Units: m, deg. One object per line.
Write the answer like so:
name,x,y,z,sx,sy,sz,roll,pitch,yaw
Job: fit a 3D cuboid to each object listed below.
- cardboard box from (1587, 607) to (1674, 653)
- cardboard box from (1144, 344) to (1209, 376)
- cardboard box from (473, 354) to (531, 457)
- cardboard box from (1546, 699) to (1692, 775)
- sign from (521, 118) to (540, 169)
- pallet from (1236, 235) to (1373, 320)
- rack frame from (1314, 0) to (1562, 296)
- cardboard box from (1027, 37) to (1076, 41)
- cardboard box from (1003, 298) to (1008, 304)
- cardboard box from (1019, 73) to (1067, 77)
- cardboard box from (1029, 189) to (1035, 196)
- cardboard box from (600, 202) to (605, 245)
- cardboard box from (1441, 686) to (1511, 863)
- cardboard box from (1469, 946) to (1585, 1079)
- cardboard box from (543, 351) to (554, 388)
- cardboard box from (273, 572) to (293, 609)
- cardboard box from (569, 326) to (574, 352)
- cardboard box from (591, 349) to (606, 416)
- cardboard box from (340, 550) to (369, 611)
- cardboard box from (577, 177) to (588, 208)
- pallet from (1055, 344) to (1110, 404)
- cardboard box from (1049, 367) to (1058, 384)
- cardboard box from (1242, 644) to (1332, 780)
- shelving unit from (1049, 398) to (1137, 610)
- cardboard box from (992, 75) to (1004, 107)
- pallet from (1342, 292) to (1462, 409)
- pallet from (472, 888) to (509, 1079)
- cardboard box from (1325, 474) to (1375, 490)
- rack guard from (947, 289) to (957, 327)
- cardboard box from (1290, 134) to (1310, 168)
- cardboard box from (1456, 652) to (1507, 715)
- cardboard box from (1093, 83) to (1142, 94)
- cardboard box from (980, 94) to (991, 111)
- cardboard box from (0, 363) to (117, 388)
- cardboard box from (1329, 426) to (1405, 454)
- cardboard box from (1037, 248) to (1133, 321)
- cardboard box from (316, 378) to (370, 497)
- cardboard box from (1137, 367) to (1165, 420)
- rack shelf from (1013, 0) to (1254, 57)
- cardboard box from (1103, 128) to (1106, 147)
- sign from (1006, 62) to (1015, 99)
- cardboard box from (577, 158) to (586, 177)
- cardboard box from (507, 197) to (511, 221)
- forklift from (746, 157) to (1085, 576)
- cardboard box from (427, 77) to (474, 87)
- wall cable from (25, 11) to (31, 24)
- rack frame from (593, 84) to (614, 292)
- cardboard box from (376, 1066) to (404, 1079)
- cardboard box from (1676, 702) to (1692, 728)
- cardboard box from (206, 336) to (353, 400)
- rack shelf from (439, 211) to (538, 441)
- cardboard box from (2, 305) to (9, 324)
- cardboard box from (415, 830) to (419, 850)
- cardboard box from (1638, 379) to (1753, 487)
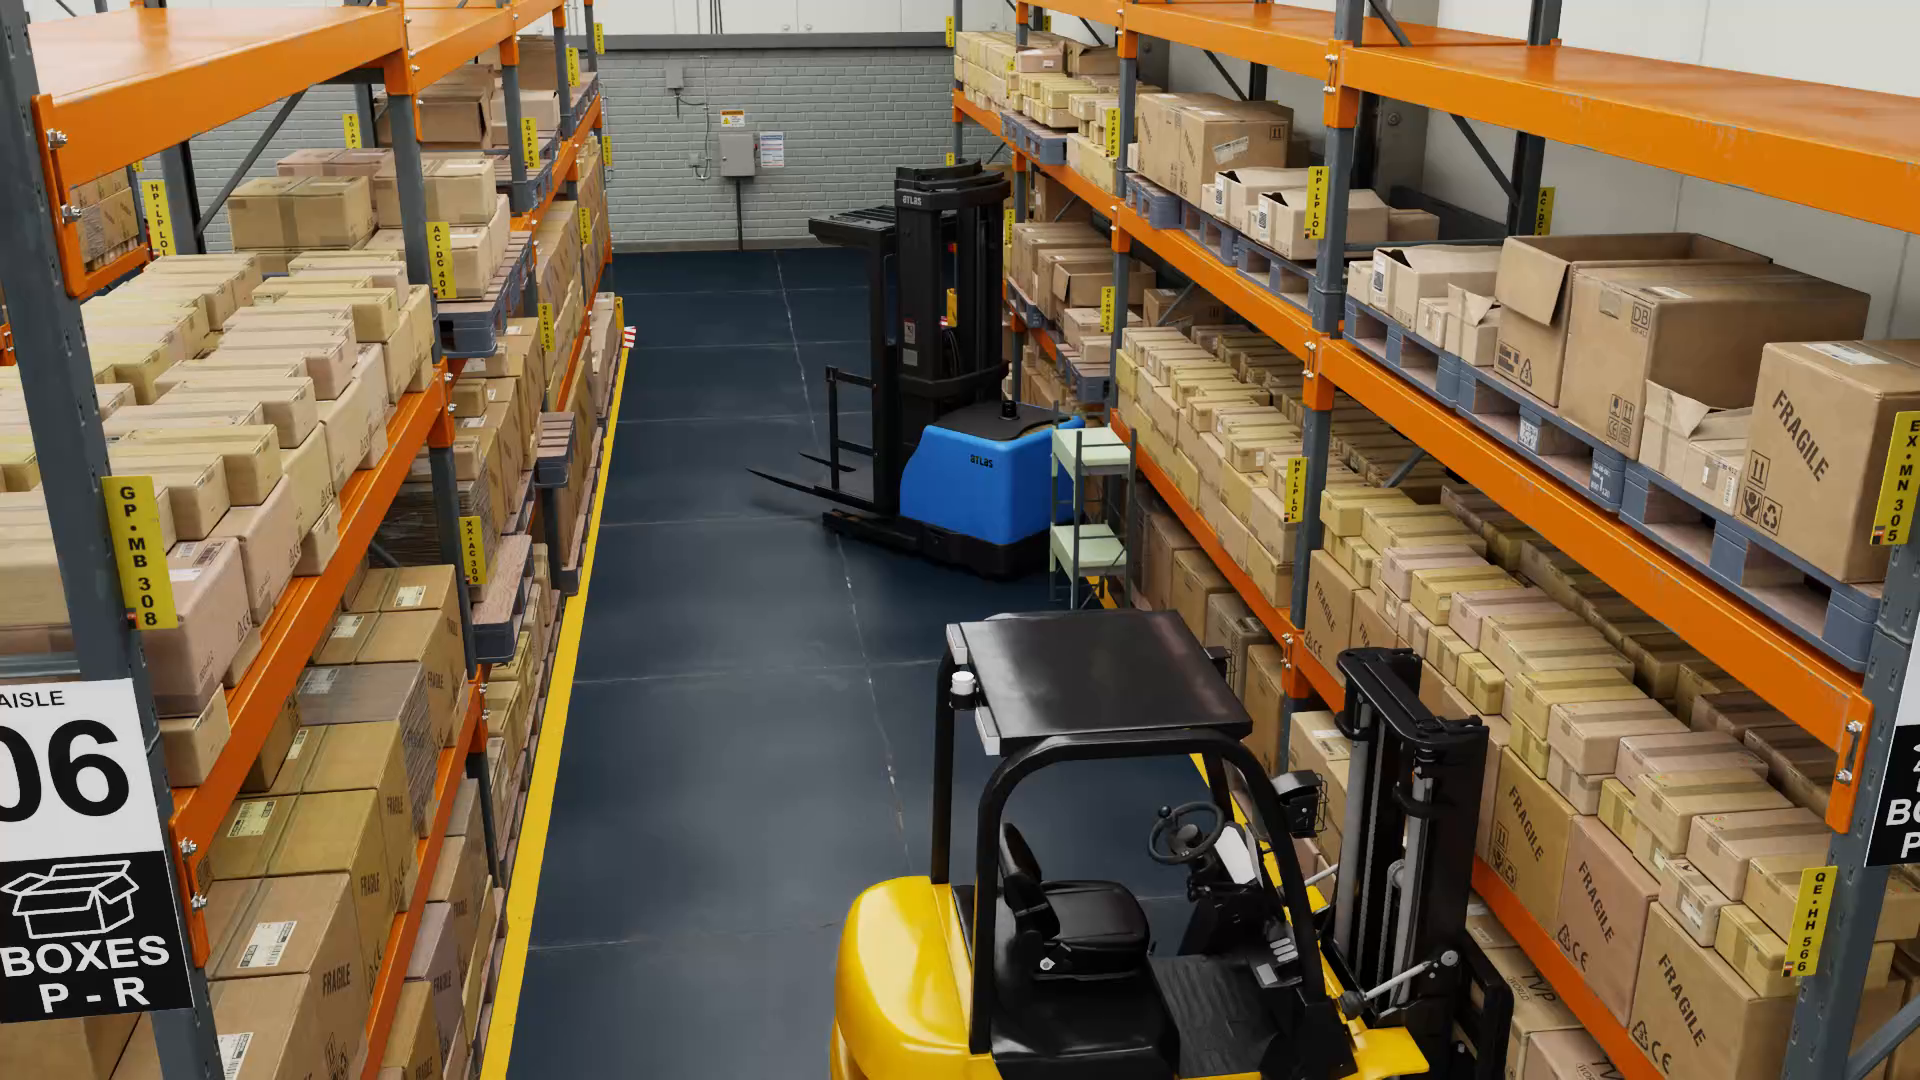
cardboard box,2.662,0.373,6.437,0.380,0.149,0.250,-2,21,-6
cardboard box,1.438,-1.197,11.065,0.380,0.149,0.250,-2,21,-6
cardboard box,-2.830,-0.787,9.867,0.500,0.500,0.500,-4,21,-11
cardboard box,2.234,0.667,5.648,0.380,0.149,0.250,-2,21,-6
sign,-2.792,-2.574,10.796,0.100,0.325,0.005,-3,21,-8
pallet,2.018,-1.387,8.630,0.805,0.209,1.217,-4,21,-10
rack frame,2.158,-2.577,7.256,1.000,3.000,0.127,-3,21,-8
cardboard box,0.928,-5.132,17.458,0.500,0.250,0.500,-3,21,-7
cardboard box,0.508,-2.433,18.416,0.700,0.500,0.500,-2,21,-6
cardboard box,0.723,-3.993,14.524,0.380,0.149,0.250,-3,21,-7
cardboard box,0.757,-3.845,19.013,0.500,0.250,0.500,-2,21,-6
cardboard box,-4.094,-3.389,17.859,0.500,0.500,0.500,-3,21,-9
cardboard box,2.181,0.883,6.422,0.500,0.500,0.500,-3,21,-7
cardboard box,2.198,1.746,6.154,0.500,0.250,0.500,-3,21,-7
cardboard box,-3.158,-1.252,11.781,0.500,0.250,0.500,-3,21,-8
cardboard box,-2.136,0.095,4.747,0.380,0.149,0.250,-4,21,-9
cardboard box,-3.466,-1.720,13.749,0.500,0.250,0.500,-3,21,-9
cardboard box,-3.891,-1.504,16.019,0.875,0.438,0.875,-3,21,-9
cardboard box,-2.904,-0.007,6.950,0.700,0.500,0.500,-3,21,-8
cardboard box,-3.802,-3.153,15.798,0.500,0.500,0.500,-3,21,-8
pallet,1.414,-1.293,12.666,1.213,0.211,1.003,-3,21,-8
cardboard box,1.011,-1.454,14.868,0.380,0.149,0.250,-3,21,-9
cardboard box,2.072,0.969,9.129,0.875,0.625,0.625,-2,21,-5
shelving unit,0.902,-0.144,11.457,0.431,1.500,0.755,-3,21,-8
cardboard box,0.602,-4.345,16.064,0.500,0.250,0.500,-4,21,-10
pallet,2.307,-0.837,7.009,1.003,0.211,1.213,-3,21,-8
pallet,-2.621,2.022,7.502,1.003,0.211,1.213,-3,21,-8
cardboard box,1.889,-0.225,8.461,0.380,0.149,0.250,-2,21,-6
rack guard,0.439,-2.724,19.796,1.175,0.500,0.348,-3,21,-8
cardboard box,1.940,-2.493,10.787,0.500,0.250,0.500,-3,21,-8
cardboard box,2.147,0.542,6.407,0.380,0.149,0.250,-3,21,-9
cardboard box,1.299,-3.659,13.630,0.380,0.149,0.250,-3,21,-7
cardboard box,0.410,-4.465,16.957,0.380,0.149,0.250,-2,21,-7
cardboard box,-2.772,-0.423,4.994,0.380,0.149,0.250,-2,21,-6
cardboard box,2.241,-0.520,9.250,0.380,0.149,0.250,-3,21,-8
cardboard box,1.041,-2.151,13.944,0.700,0.500,0.500,-3,21,-8
cardboard box,-2.202,-0.323,5.296,0.500,0.250,0.500,-2,21,-7
cardboard box,1.475,-0.976,11.043,0.500,0.250,0.500,-2,21,-6
rack shelf,1.293,-4.130,13.013,1.077,0.370,4.000,-3,21,-8
cardboard box,1.262,-2.967,12.231,0.380,0.149,0.250,-2,21,-7
sign,0.469,-4.154,15.026,0.100,0.325,0.005,-3,21,-8
cardboard box,-3.811,-3.584,16.025,0.380,0.149,0.250,-4,21,-9
cardboard box,-3.076,-2.089,10.595,0.380,0.149,0.250,-3,21,-8
forklift,-0.470,-1.517,13.088,3.031,2.935,1.130,17,26,38
cardboard box,-3.871,-3.145,12.318,0.500,0.500,0.500,-3,21,-7
wall cable,-11.694,-9.619,21.512,2.277,5.999,0.120,-3,21,-8
rack frame,-4.483,-3.670,18.756,1.000,3.000,0.127,-3,21,-8
cardboard box,-2.103,2.127,5.491,0.500,0.500,0.500,-4,21,-10
cardboard box,2.827,0.688,6.017,0.380,0.149,0.250,-2,21,-6
cardboard box,-2.173,-0.546,5.322,0.380,0.149,0.250,-3,21,-7
rack shelf,-3.041,-1.276,9.086,1.077,0.370,4.000,-3,21,-8
cardboard box,-8.507,-1.997,14.636,0.380,0.149,0.250,-2,21,-6
cardboard box,-2.248,1.140,6.236,0.380,0.149,0.250,-3,21,-9
cardboard box,2.278,-0.327,4.967,0.396,0.266,0.258,-3,21,-8
